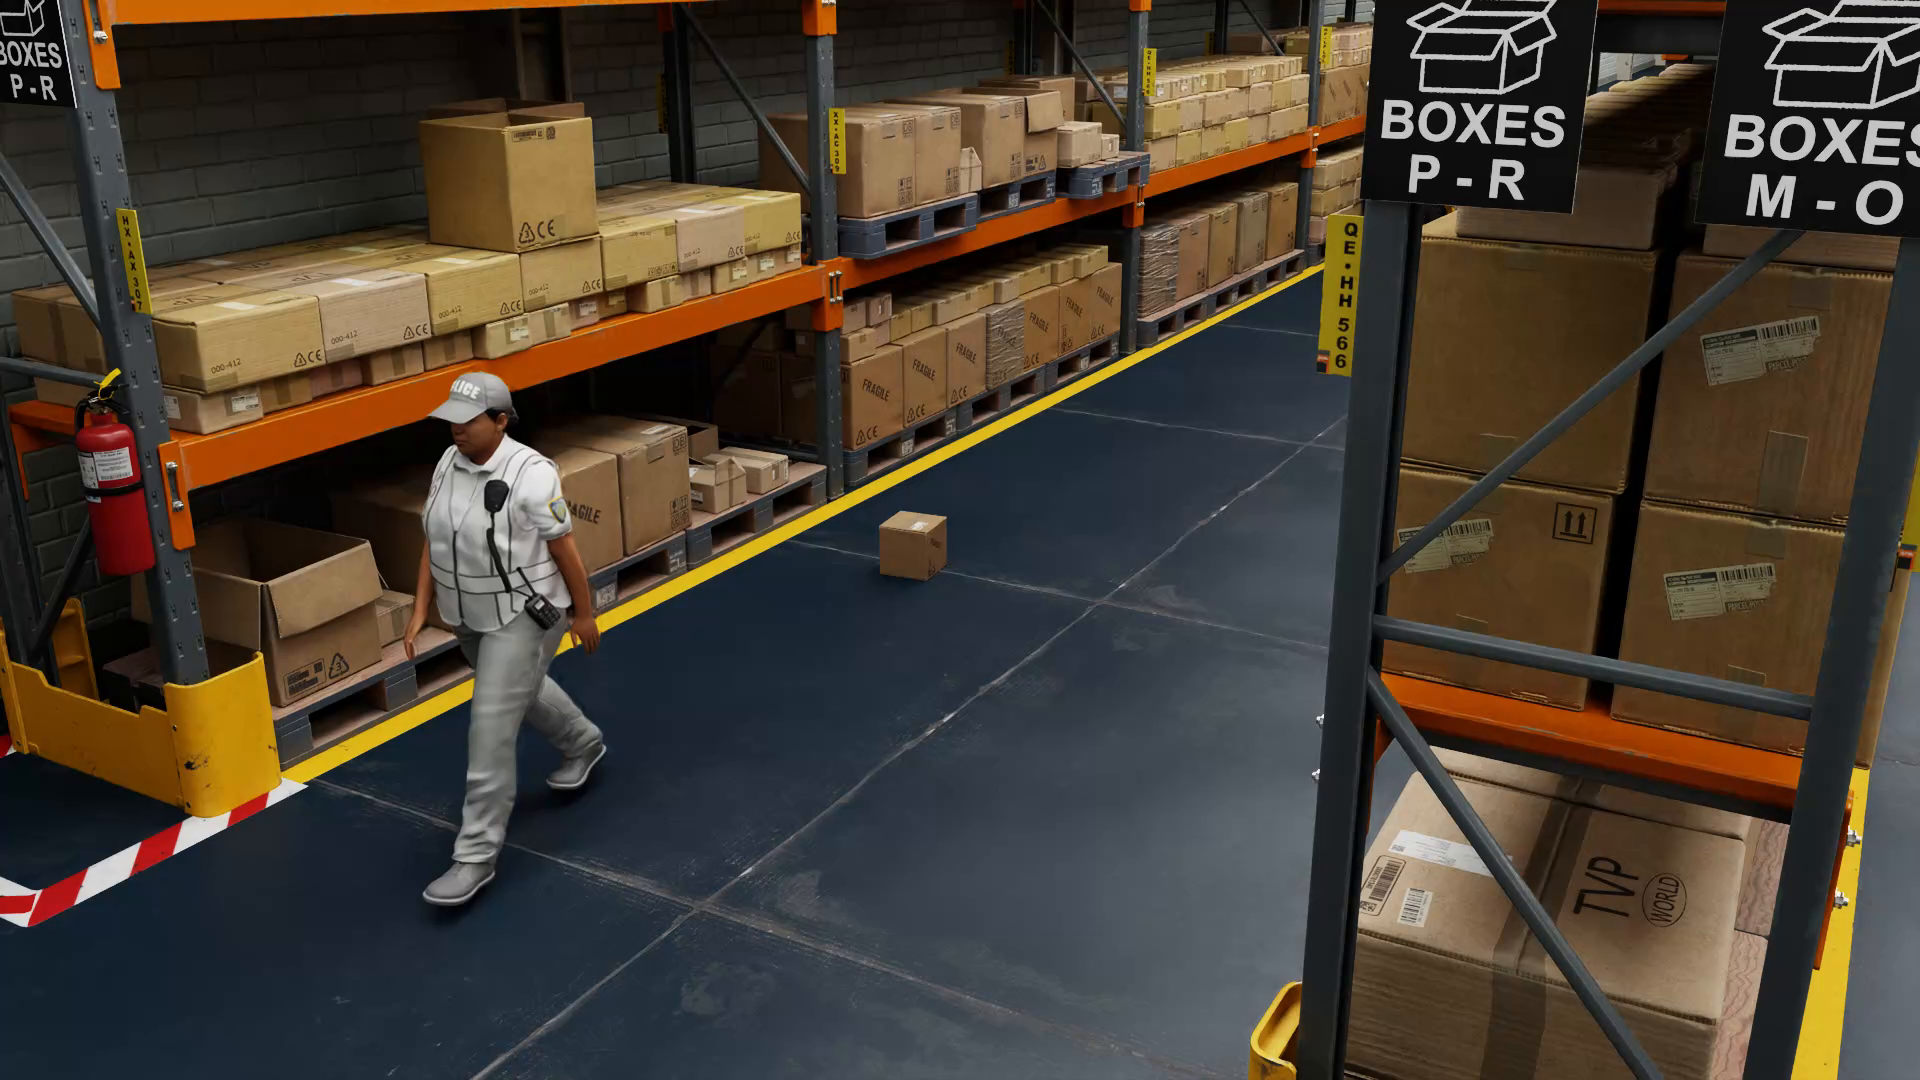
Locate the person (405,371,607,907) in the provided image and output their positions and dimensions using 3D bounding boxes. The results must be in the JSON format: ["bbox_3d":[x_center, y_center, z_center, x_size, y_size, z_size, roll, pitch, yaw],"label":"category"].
[{"bbox_3d":[-1.527,0.242,5.392,0.495,1.599,1.039,12,23,30],"label":"person"}]
